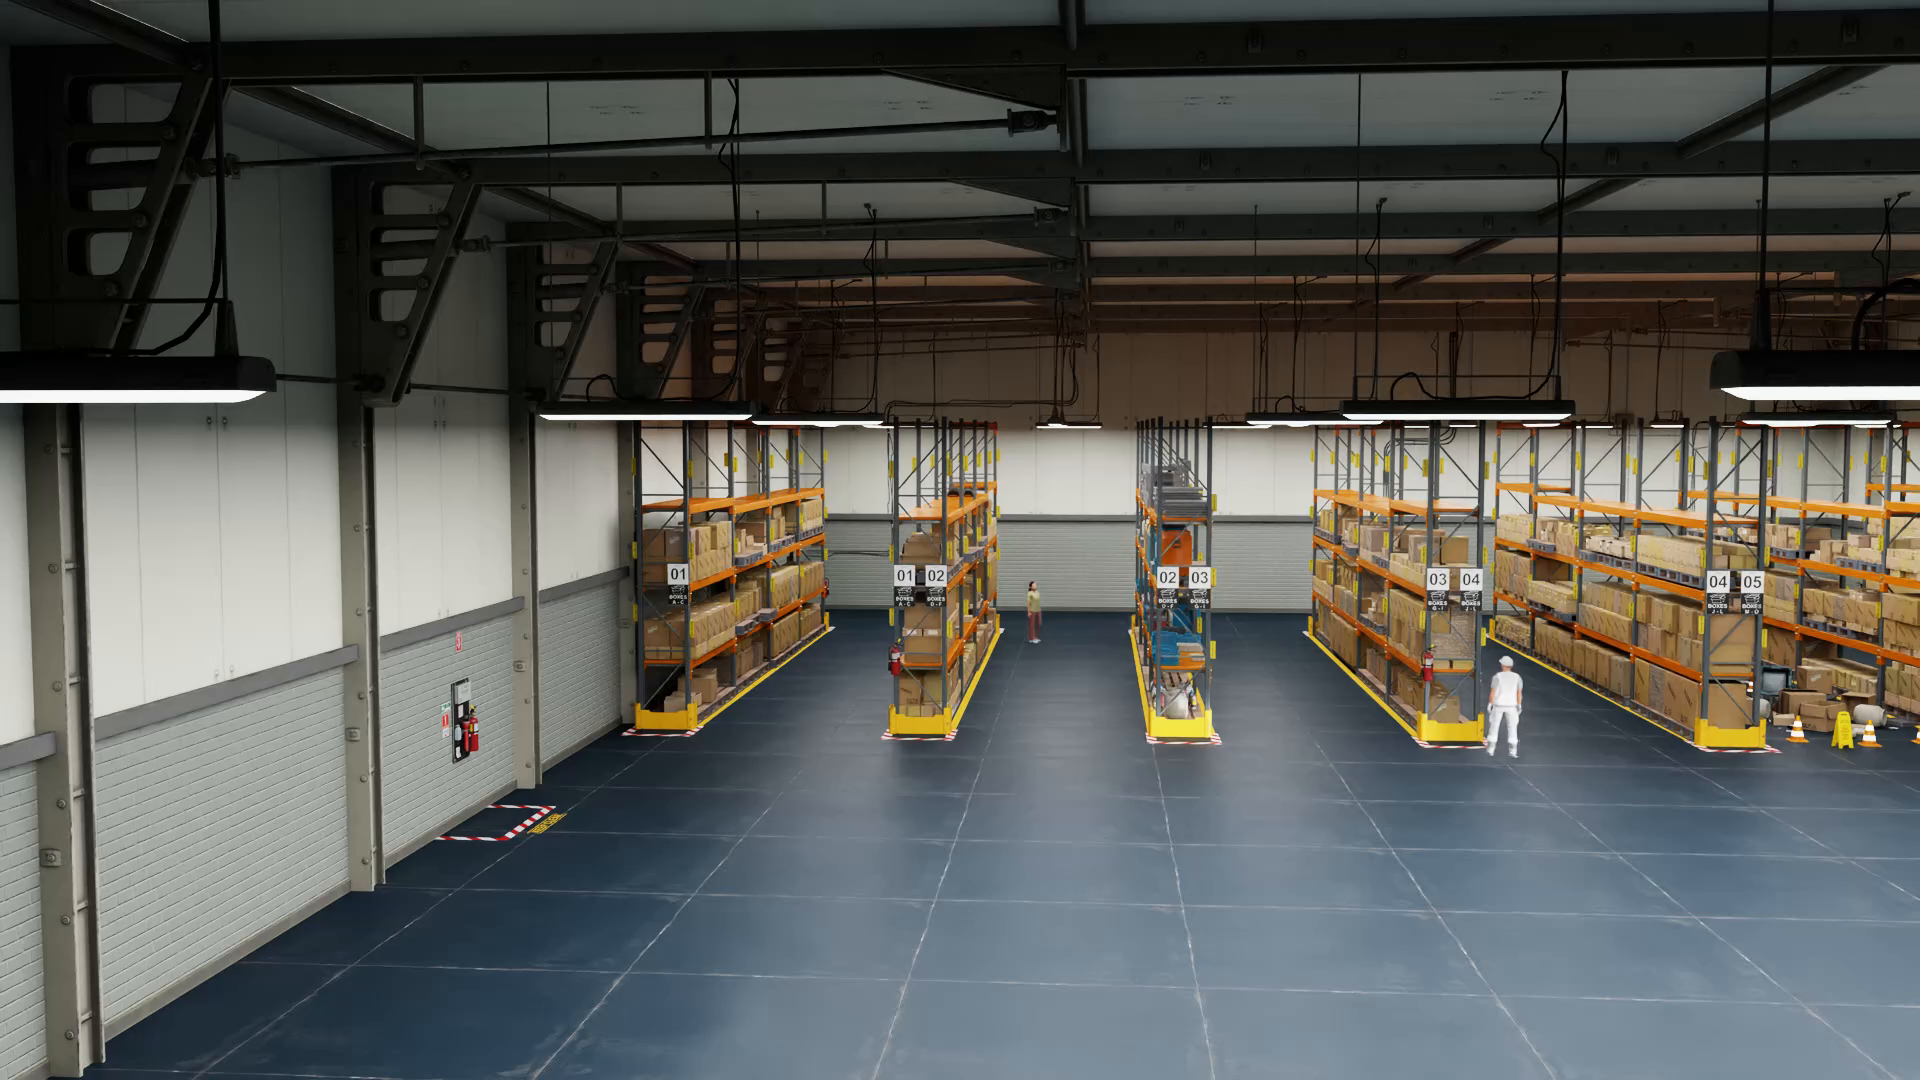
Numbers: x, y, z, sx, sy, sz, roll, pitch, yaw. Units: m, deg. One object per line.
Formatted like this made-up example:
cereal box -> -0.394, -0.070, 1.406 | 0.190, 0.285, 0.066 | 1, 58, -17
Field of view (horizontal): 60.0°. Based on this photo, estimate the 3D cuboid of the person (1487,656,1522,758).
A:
person -> 9.577, 2.923, 29.235 | 0.582, 1.793, 0.455 | 2, 4, 22

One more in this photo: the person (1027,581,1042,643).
person -> 2.011, 1.948, 45.049 | 0.516, 1.672, 0.415 | -3, 5, -40

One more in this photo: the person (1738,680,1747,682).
person -> 17.773, 2.444, 37.947 | 0.498, 1.579, 0.841 | 0, 4, -7
